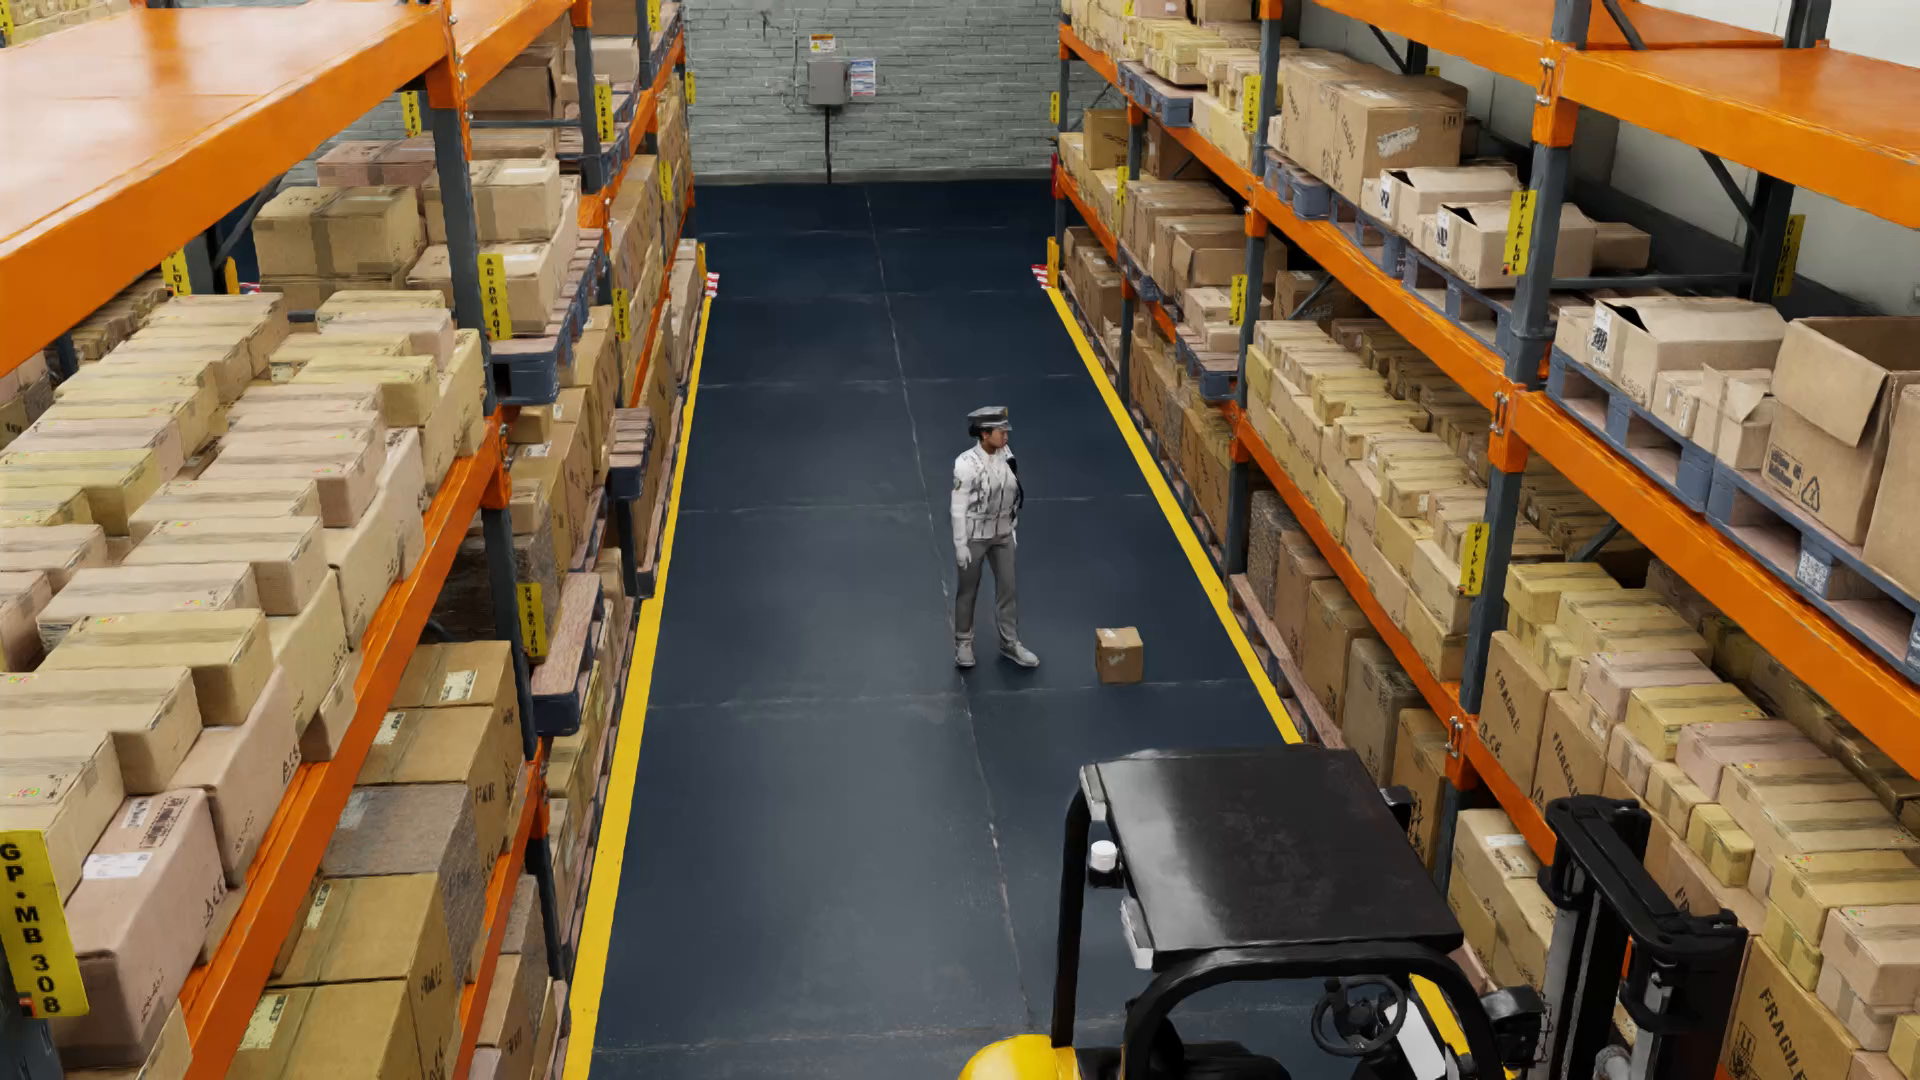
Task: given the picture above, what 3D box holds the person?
[{"bbox_3d":[0.184,-0.011,10.082,0.507,1.678,0.482,-16,29,-33],"label":"person"}]
